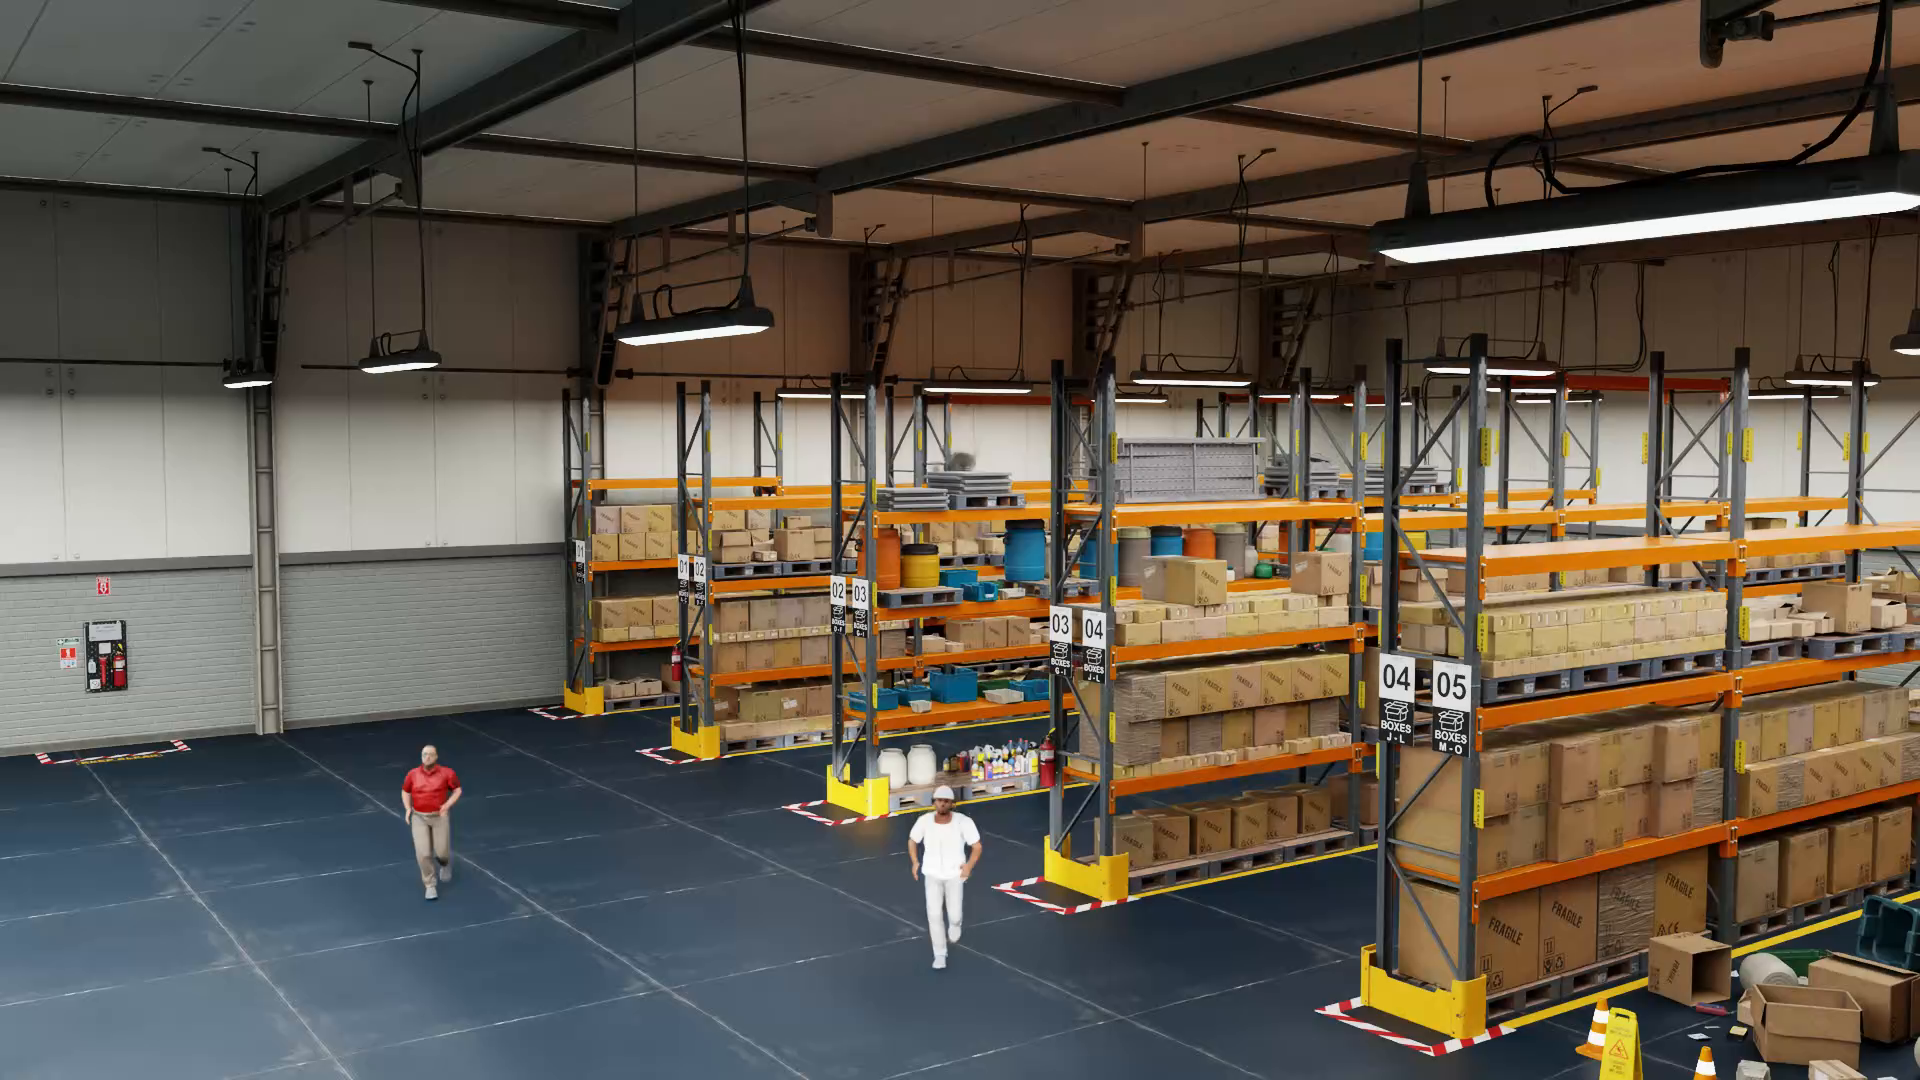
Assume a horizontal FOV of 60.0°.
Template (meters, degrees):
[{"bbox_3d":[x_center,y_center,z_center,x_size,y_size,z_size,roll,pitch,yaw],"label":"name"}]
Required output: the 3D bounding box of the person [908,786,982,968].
[{"bbox_3d":[-0.155,3.252,16.261,0.738,1.733,0.795,0,4,5],"label":"person"}]

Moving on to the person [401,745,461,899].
[{"bbox_3d":[-5.921,3.126,18.619,0.656,1.682,0.662,-1,4,-9],"label":"person"}]
